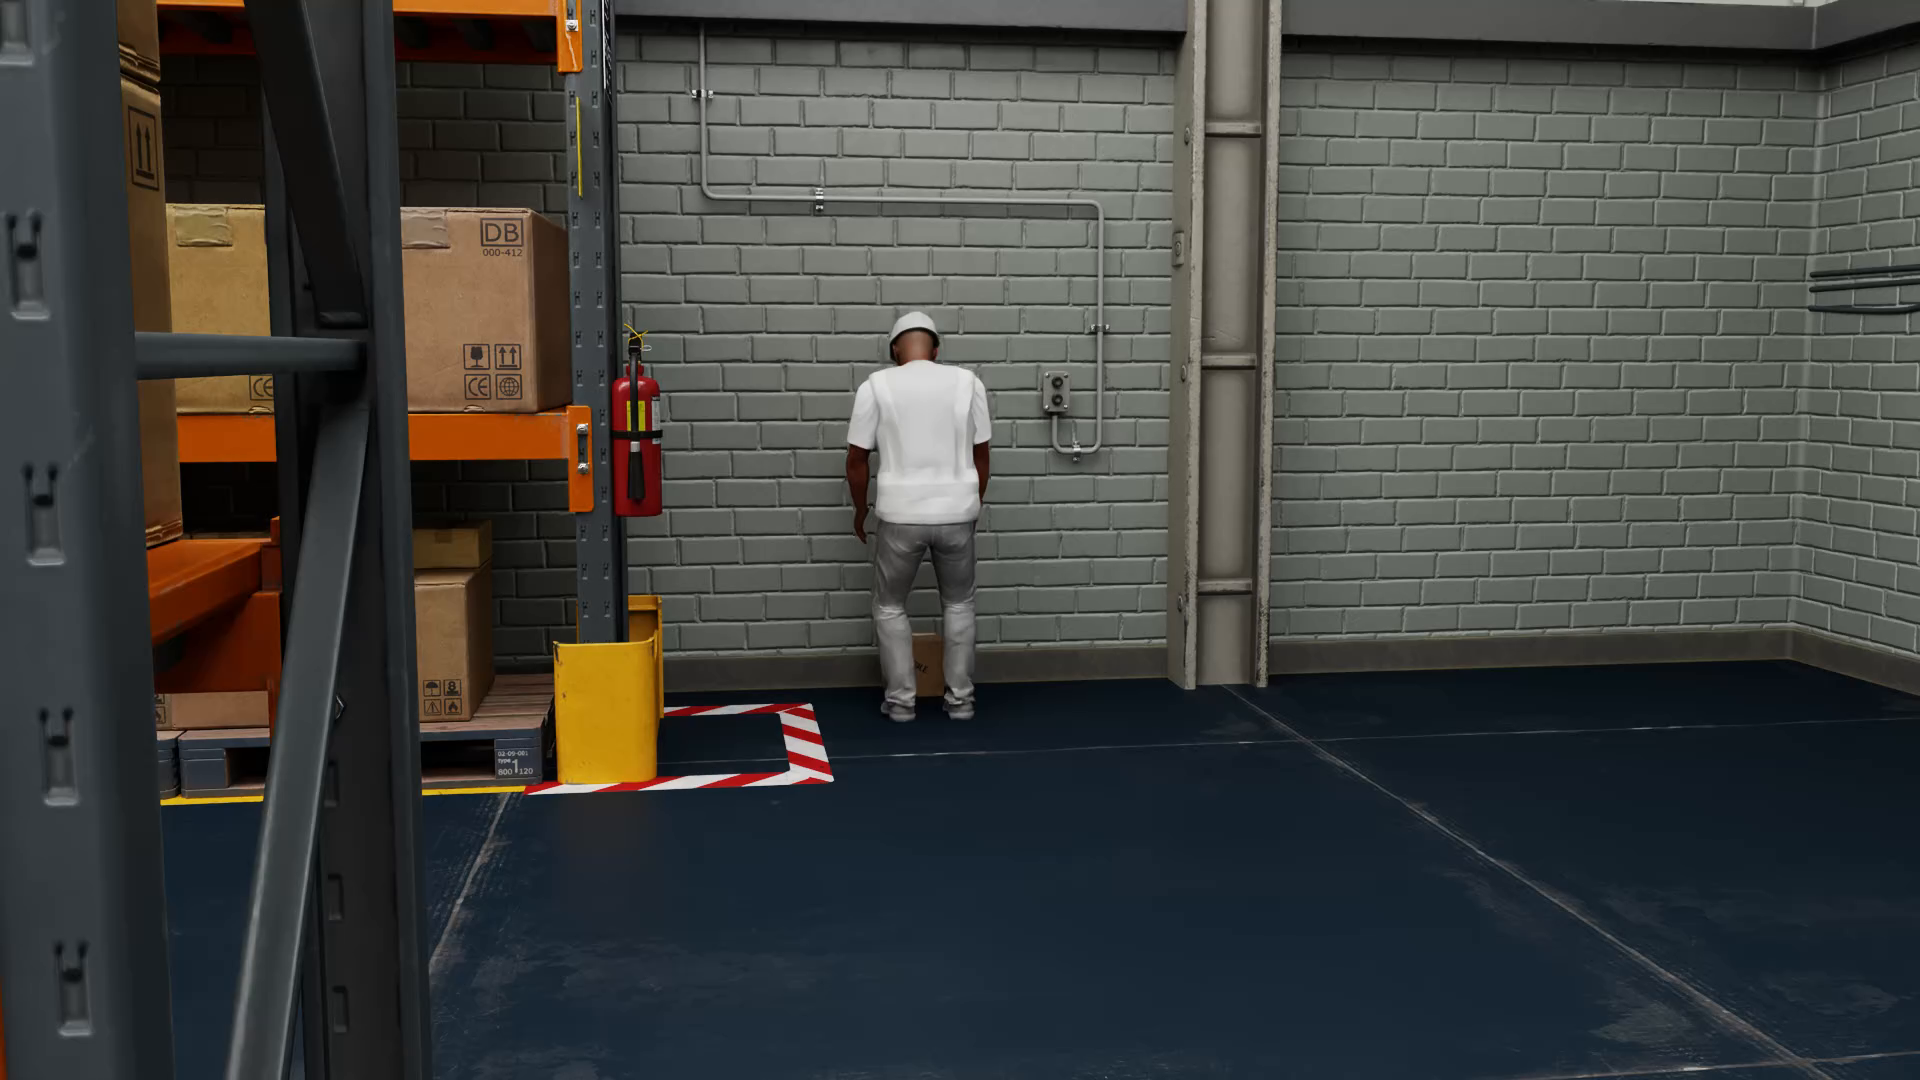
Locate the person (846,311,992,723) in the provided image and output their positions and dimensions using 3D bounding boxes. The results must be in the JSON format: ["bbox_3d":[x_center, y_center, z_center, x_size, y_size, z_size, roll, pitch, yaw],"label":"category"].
[{"bbox_3d":[-0.171,-0.101,6.895,0.602,1.681,0.511,-1,6,-7],"label":"person"}]
